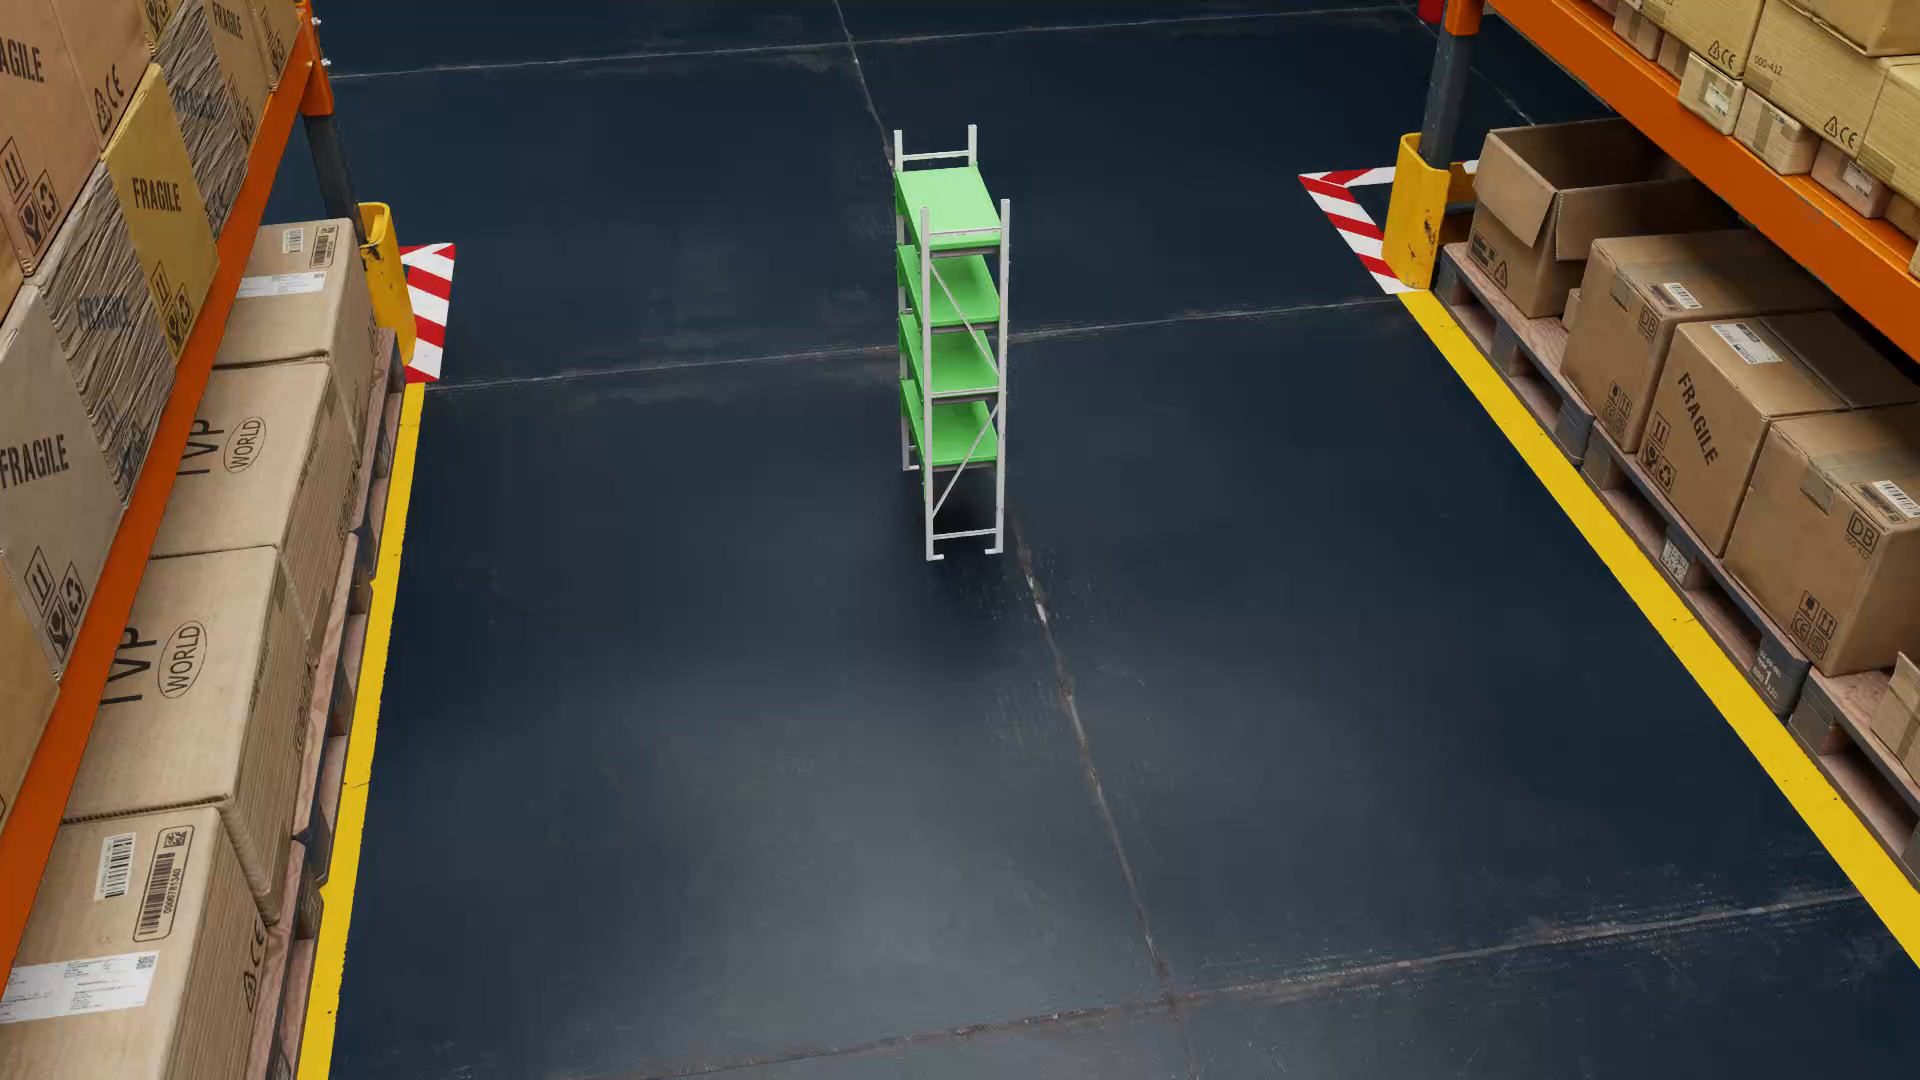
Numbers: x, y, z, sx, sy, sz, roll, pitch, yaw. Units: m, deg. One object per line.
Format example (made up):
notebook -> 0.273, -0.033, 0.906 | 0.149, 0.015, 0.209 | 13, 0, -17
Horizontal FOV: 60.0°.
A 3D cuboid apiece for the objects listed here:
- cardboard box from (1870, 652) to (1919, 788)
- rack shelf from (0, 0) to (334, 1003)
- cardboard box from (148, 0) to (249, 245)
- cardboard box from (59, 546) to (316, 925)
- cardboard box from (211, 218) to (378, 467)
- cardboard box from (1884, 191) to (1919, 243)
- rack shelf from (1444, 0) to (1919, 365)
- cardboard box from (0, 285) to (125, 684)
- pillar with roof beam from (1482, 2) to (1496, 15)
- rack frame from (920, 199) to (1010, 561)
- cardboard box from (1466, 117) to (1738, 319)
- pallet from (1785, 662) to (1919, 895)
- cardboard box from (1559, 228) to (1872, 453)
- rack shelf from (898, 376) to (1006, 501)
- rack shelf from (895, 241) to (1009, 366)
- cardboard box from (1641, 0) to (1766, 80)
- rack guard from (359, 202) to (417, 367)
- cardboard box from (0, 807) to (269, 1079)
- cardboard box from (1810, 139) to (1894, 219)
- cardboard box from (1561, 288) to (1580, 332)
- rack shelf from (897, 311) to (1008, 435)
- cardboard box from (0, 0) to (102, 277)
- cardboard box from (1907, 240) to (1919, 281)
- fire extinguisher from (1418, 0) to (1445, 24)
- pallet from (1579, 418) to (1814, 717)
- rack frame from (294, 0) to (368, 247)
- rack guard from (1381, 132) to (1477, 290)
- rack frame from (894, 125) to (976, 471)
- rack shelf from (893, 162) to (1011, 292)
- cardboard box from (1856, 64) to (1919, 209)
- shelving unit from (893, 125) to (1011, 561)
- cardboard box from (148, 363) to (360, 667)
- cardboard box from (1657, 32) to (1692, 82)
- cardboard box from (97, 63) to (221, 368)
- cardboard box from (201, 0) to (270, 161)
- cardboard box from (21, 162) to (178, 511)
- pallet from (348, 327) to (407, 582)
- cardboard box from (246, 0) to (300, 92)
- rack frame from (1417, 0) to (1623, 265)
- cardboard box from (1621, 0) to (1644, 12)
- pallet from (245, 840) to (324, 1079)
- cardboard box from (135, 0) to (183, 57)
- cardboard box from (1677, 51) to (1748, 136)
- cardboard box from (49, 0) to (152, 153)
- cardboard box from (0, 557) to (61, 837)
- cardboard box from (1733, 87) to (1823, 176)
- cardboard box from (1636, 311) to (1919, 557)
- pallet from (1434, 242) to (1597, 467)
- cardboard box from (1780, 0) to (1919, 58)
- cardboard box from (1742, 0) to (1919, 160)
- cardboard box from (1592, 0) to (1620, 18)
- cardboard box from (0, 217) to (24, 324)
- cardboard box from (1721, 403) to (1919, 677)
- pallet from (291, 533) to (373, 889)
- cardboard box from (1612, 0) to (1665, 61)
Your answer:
cardboard box -> 2.538, 0.439, 4.126 | 0.396, 0.266, 0.258 | -5, 38, -6
rack shelf -> -2.250, -0.342, 3.832 | 1.077, 0.370, 4.000 | -6, 38, -8
cardboard box -> -2.082, -0.997, 4.006 | 0.500, 0.500, 0.500 | -5, 38, -7
cardboard box -> -2.061, 0.496, 3.912 | 0.875, 0.438, 0.875 | -7, 38, -9
cardboard box -> -2.386, -0.601, 5.324 | 0.875, 0.438, 0.875 | -7, 38, -9
cardboard box -> 2.519, -0.811, 4.053 | 0.380, 0.149, 0.250 | -6, 38, -7
rack shelf -> 2.637, -0.878, 4.522 | 1.077, 0.370, 4.000 | -6, 38, -8
cardboard box -> -1.808, -0.074, 2.819 | 0.500, 0.500, 0.500 | -6, 38, -8
pillar with roof beam -> -1.538, -6.002, 5.641 | 9.100, 9.000, 0.400 | -6, 38, -8
rack frame -> 0.014, -0.426, 4.821 | 0.240, 1.200, 0.015 | -6, 38, -8
cardboard box -> 2.300, -1.171, 6.005 | 0.797, 0.503, 0.637 | -8, 38, -10
pallet -> 2.868, 0.732, 4.136 | 1.003, 0.211, 1.213 | -6, 38, -8
cardboard box -> 2.411, -0.649, 5.336 | 0.700, 0.500, 0.500 | -5, 38, -6
rack shelf -> -0.029, -0.334, 5.197 | 0.258, 0.148, 0.480 | -6, 38, -8
rack shelf -> -0.029, -0.713, 4.903 | 0.258, 0.148, 0.480 | -6, 38, -8
cardboard box -> 2.281, -1.515, 4.635 | 0.500, 0.250, 0.500 | -7, 38, -9
rack guard -> -2.604, -0.862, 5.952 | 1.175, 0.500, 0.348 | -6, 38, -8
cardboard box -> -1.903, 1.037, 3.217 | 0.875, 0.438, 0.875 | -7, 38, -9
cardboard box -> 2.430, -0.955, 4.239 | 0.380, 0.149, 0.250 | -6, 38, -8
cardboard box -> 2.336, -0.770, 5.778 | 0.380, 0.149, 0.250 | -8, 38, -10
rack shelf -> -0.029, -0.523, 5.050 | 0.258, 0.148, 0.480 | -6, 38, -8
cardboard box -> -1.905, -0.783, 2.916 | 0.500, 0.500, 0.500 | -6, 38, -7
cardboard box -> 2.455, -0.643, 3.837 | 0.380, 0.149, 0.250 | -7, 38, -9
fire extinguisher -> 1.805, -2.232, 6.045 | 0.296, 0.674, 0.183 | -6, 38, -8
pallet -> 2.651, -0.007, 5.087 | 1.003, 0.211, 1.213 | -6, 38, -8
rack frame -> -2.600, -1.834, 5.166 | 1.000, 3.000, 0.127 | -6, 38, -8
rack guard -> 2.299, -1.337, 6.564 | 1.175, 0.500, 0.348 | -6, 38, -8
rack frame -> -0.072, -0.721, 5.200 | 0.240, 1.200, 0.015 | -6, 38, -8
rack shelf -> -0.029, -0.902, 4.755 | 0.258, 0.148, 0.480 | -6, 38, -8
cardboard box -> 2.481, -0.898, 3.840 | 0.500, 0.250, 0.500 | -6, 38, -8
shelving unit -> -0.029, -0.574, 5.011 | 0.258, 1.200, 0.503 | -6, 38, -8
cardboard box -> -2.217, -0.049, 4.614 | 0.875, 0.438, 0.875 | -5, 38, -7
cardboard box -> 2.280, -1.421, 4.838 | 0.380, 0.149, 0.250 | -6, 38, -7
cardboard box -> -1.979, -0.686, 3.607 | 0.500, 0.500, 0.500 | -5, 38, -7
cardboard box -> -2.182, -1.306, 4.405 | 0.500, 0.500, 0.500 | -7, 38, -9
cardboard box -> -1.888, -0.375, 3.206 | 0.500, 0.500, 0.500 | -6, 38, -8
pallet -> -2.383, -0.259, 5.411 | 1.003, 0.211, 1.213 | -6, 38, -8
cardboard box -> -2.255, -1.611, 4.797 | 0.500, 0.500, 0.500 | -6, 38, -8
rack frame -> 2.286, -2.370, 5.856 | 1.000, 3.000, 0.127 | -6, 38, -8
cardboard box -> 2.189, -1.821, 5.029 | 0.500, 0.250, 0.500 | -6, 38, -7
pallet -> -1.955, 1.215, 3.514 | 1.003, 0.211, 1.213 | -6, 38, -8
cardboard box -> -2.077, -1.392, 3.700 | 0.500, 0.500, 0.500 | -6, 38, -8
cardboard box -> 2.250, -1.260, 4.631 | 0.380, 0.149, 0.250 | -7, 38, -9
cardboard box -> -1.991, -1.088, 3.308 | 0.500, 0.500, 0.500 | -6, 38, -8
cardboard box -> -1.723, 0.231, 2.427 | 0.500, 0.500, 0.500 | -5, 38, -6
cardboard box -> 2.317, -1.103, 4.429 | 0.380, 0.149, 0.250 | -5, 38, -7
cardboard box -> 2.406, -0.319, 4.911 | 0.500, 0.500, 0.500 | -6, 38, -7
pallet -> 2.440, -0.742, 6.033 | 1.003, 0.211, 1.213 | -6, 38, -8
cardboard box -> 2.364, -1.516, 4.025 | 0.500, 0.500, 0.500 | -5, 38, -7
cardboard box -> 2.392, -1.209, 4.241 | 0.500, 0.250, 0.500 | -7, 38, -9
cardboard box -> 2.244, -1.740, 5.249 | 0.380, 0.149, 0.250 | -7, 38, -9
cardboard box -> -1.826, -0.472, 2.516 | 0.500, 0.500, 0.500 | -7, 38, -9
cardboard box -> 2.593, -0.022, 4.529 | 0.700, 0.500, 0.500 | -8, 38, -10
pallet -> -2.172, 0.477, 4.464 | 1.003, 0.211, 1.213 | -6, 38, -8
cardboard box -> 2.228, -1.580, 5.044 | 0.380, 0.149, 0.250 | -5, 38, -7
